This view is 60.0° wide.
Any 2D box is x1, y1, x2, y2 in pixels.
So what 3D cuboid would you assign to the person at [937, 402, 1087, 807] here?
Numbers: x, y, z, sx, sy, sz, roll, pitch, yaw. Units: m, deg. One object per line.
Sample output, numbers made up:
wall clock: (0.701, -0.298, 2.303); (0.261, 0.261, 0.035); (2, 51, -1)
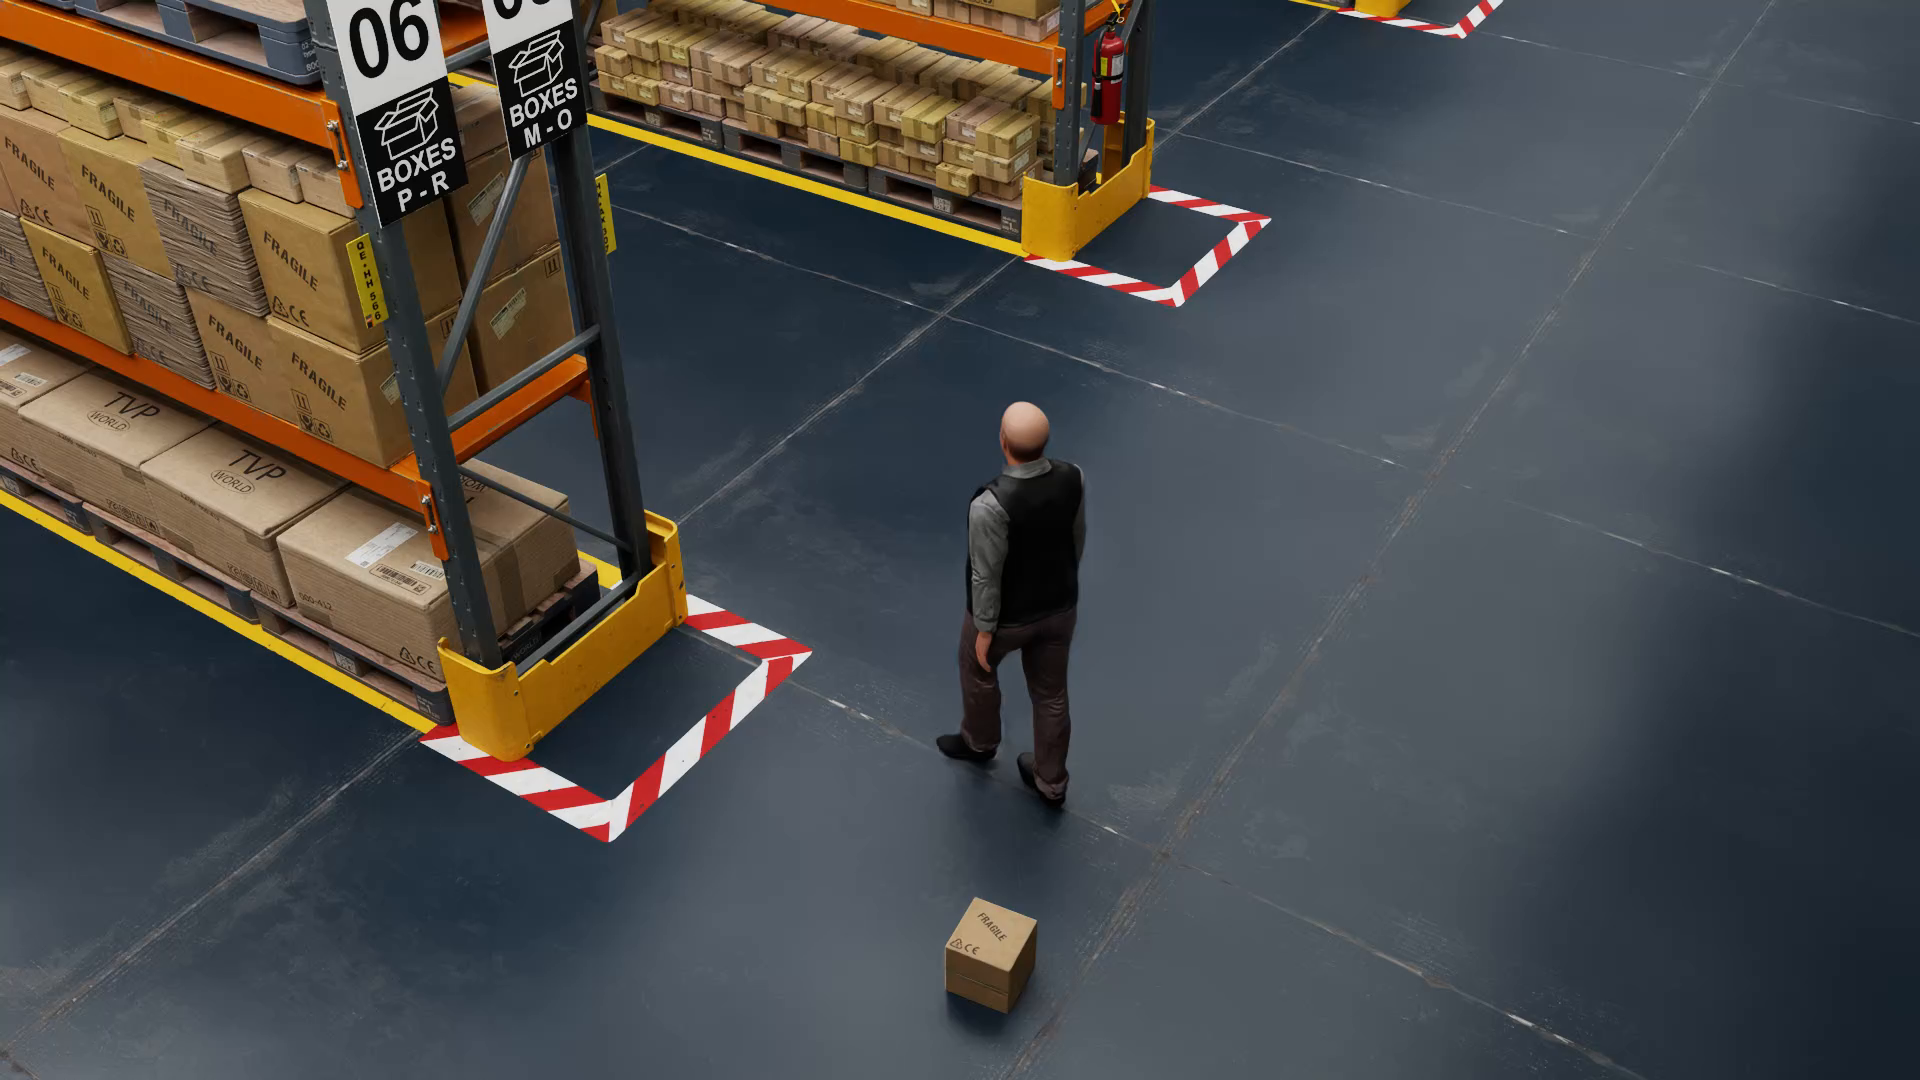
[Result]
person: (0.260, 0.275, 6.374); (0.556, 1.758, 0.633); (-18, 42, -21)
